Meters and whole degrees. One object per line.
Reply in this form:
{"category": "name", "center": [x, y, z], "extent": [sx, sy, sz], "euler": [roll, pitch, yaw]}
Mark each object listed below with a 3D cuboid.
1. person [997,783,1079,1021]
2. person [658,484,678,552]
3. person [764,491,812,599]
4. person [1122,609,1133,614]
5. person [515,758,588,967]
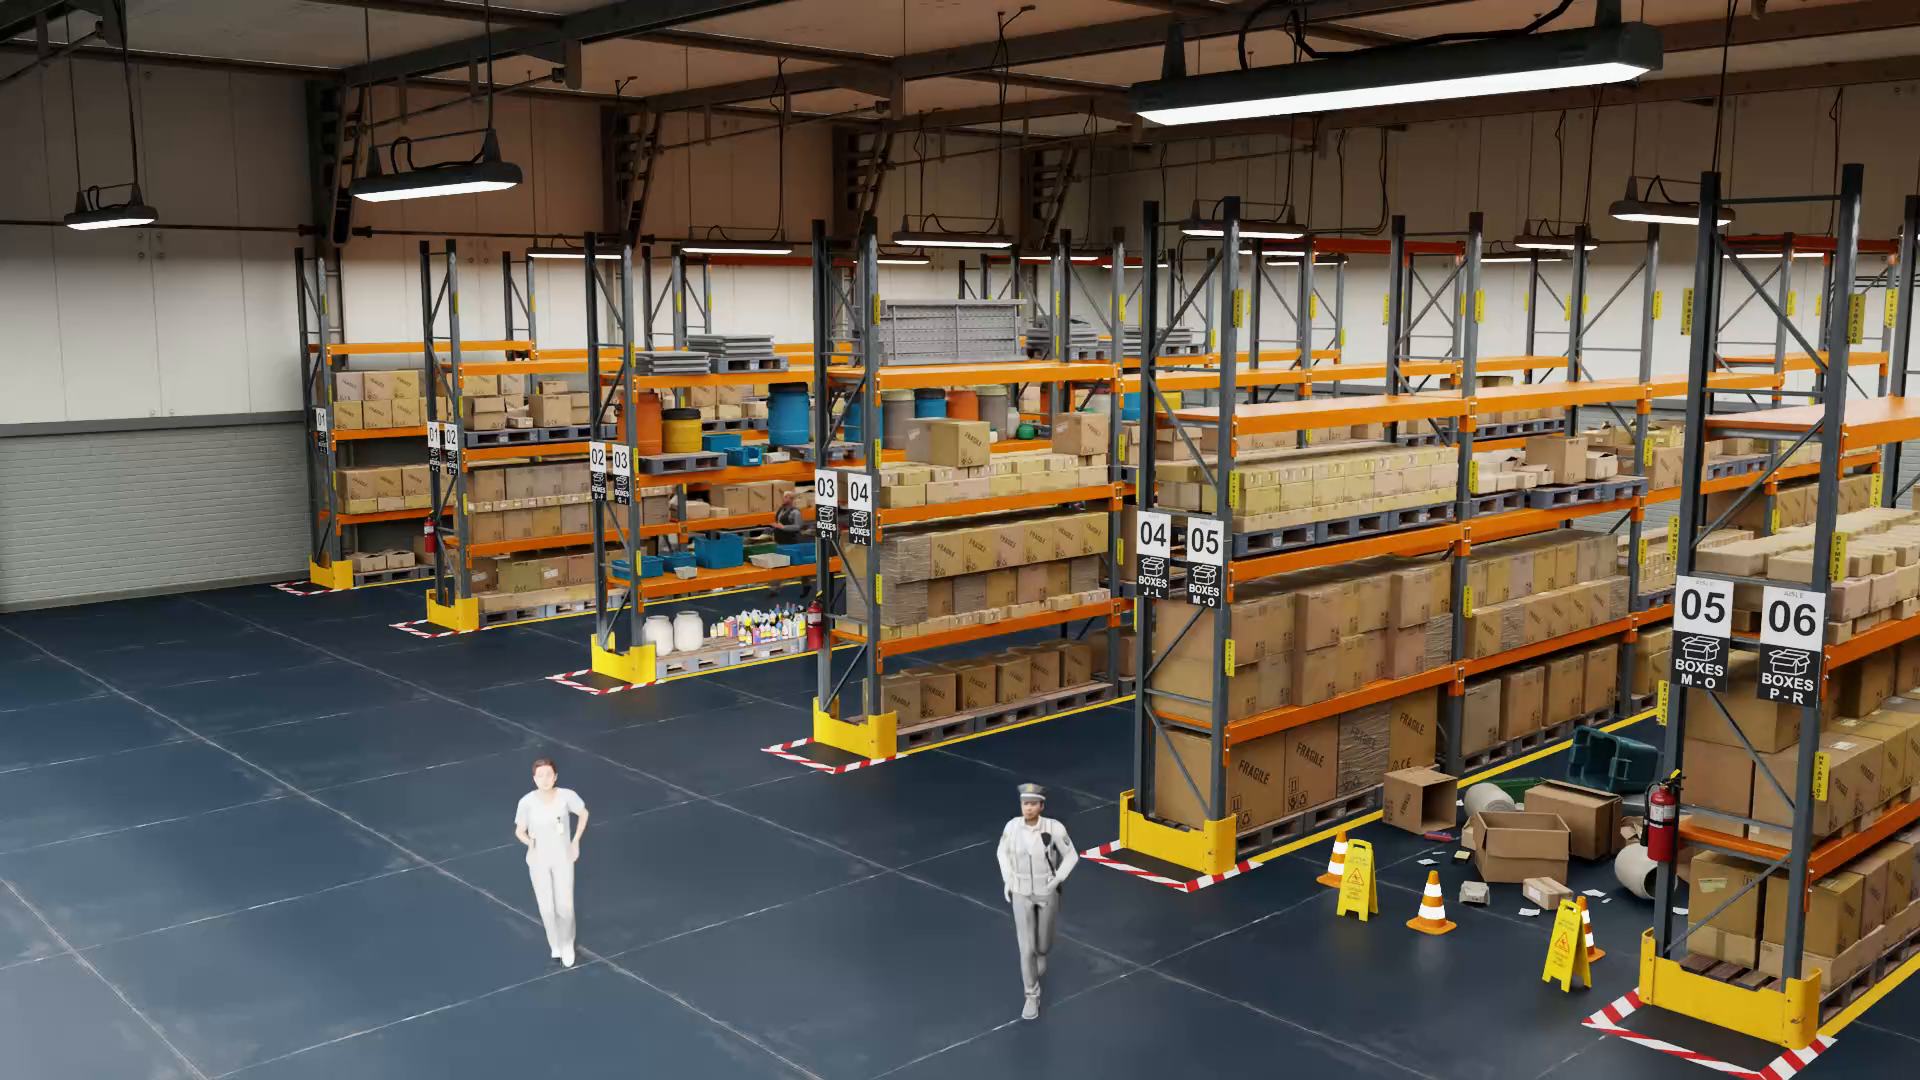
{"category": "person", "center": [0.557, 2.581, 12.172], "extent": [0.612, 1.693, 0.693], "euler": [1, 8, 9]}
{"category": "person", "center": [-5.351, -0.192, 30.643], "extent": [0.680, 1.750, 0.695], "euler": [7, 11, 38]}
{"category": "person", "center": [-2.796, 0.093, 26.811], "extent": [0.656, 1.758, 0.904], "euler": [7, 11, 40]}
{"category": "person", "center": [2.465, 0.348, 25.376], "extent": [0.549, 1.708, 0.646], "euler": [5, 10, 30]}
{"category": "person", "center": [-3.136, 2.489, 12.781], "extent": [0.540, 1.653, 0.655], "euler": [-1, 8, -8]}
